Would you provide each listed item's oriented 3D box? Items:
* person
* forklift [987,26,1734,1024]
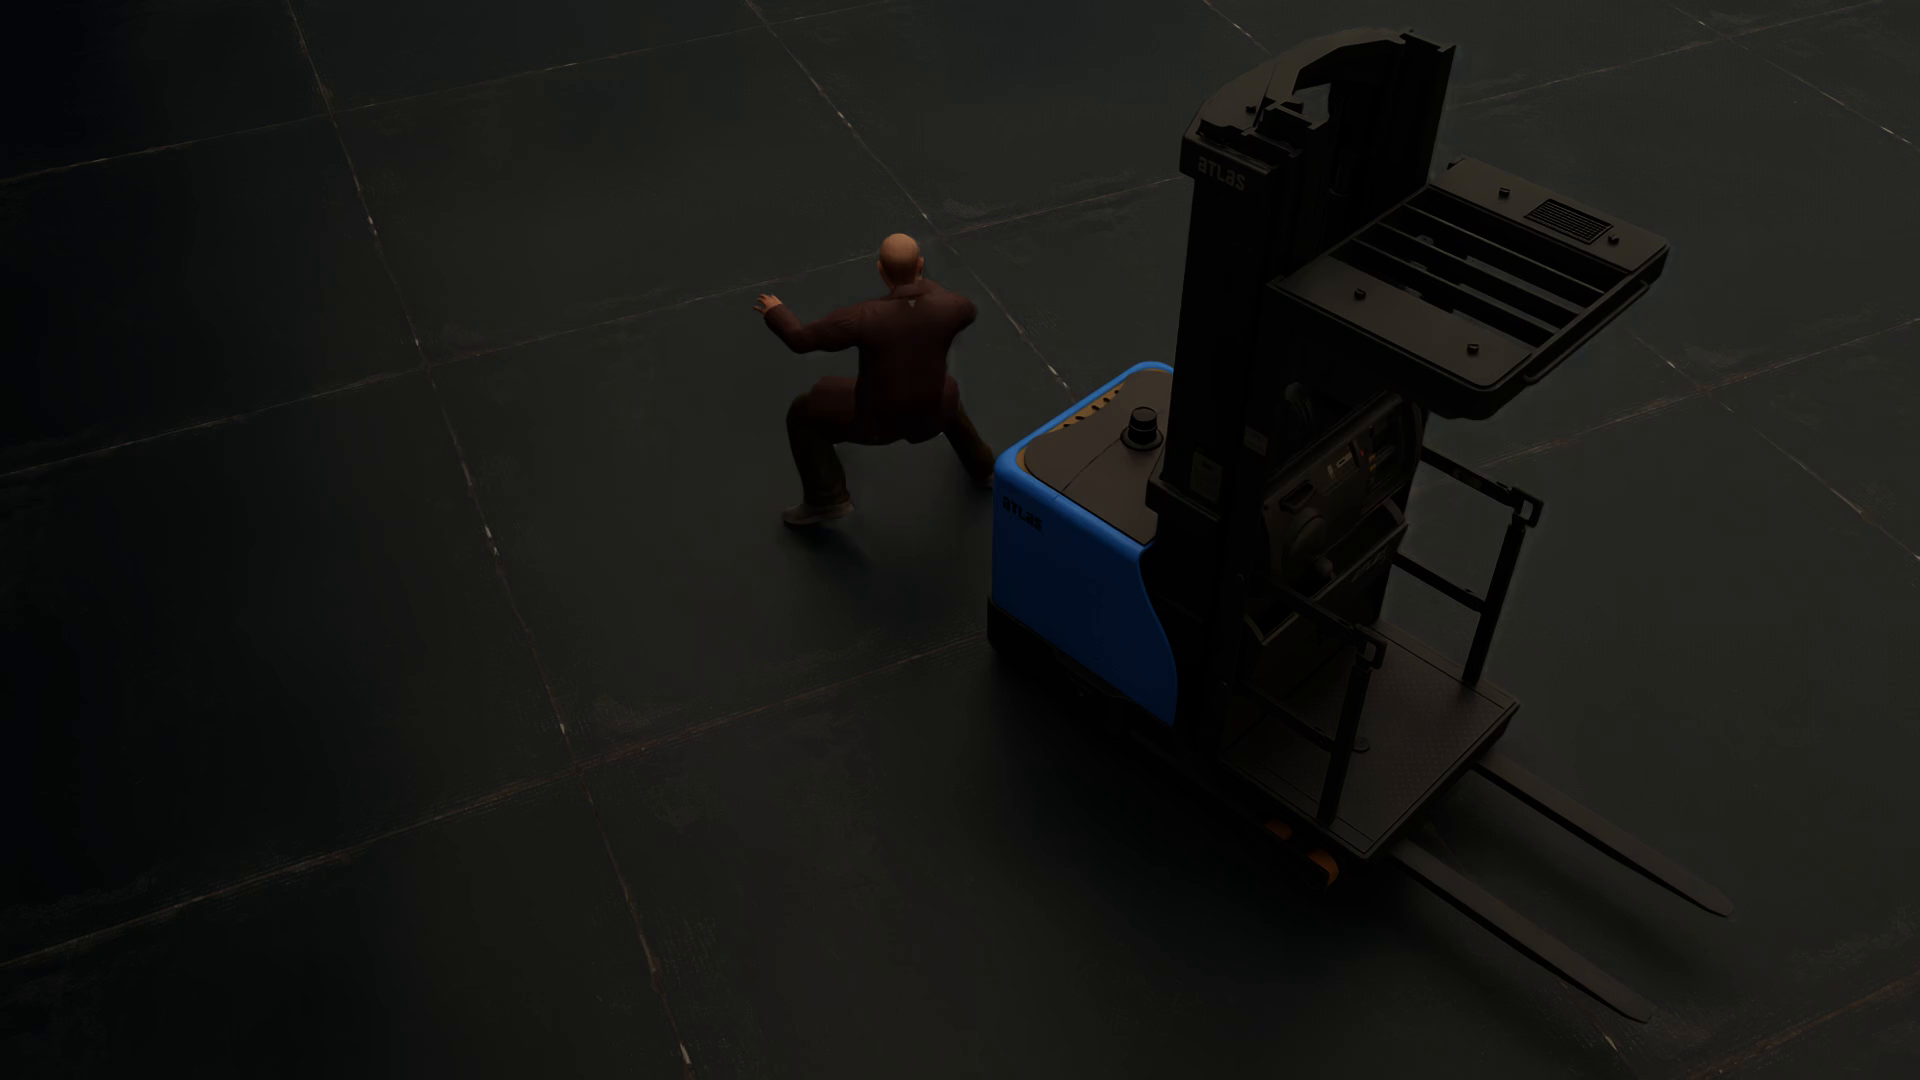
[{"bbox_3d":[-0.338,-0.761,7.518,1.070,1.533,0.766,-12,44,-12],"label":"person"},{"bbox_3d":[1.518,-0.134,5.824,3.031,2.935,1.130,34,53,31],"label":"forklift"}]
